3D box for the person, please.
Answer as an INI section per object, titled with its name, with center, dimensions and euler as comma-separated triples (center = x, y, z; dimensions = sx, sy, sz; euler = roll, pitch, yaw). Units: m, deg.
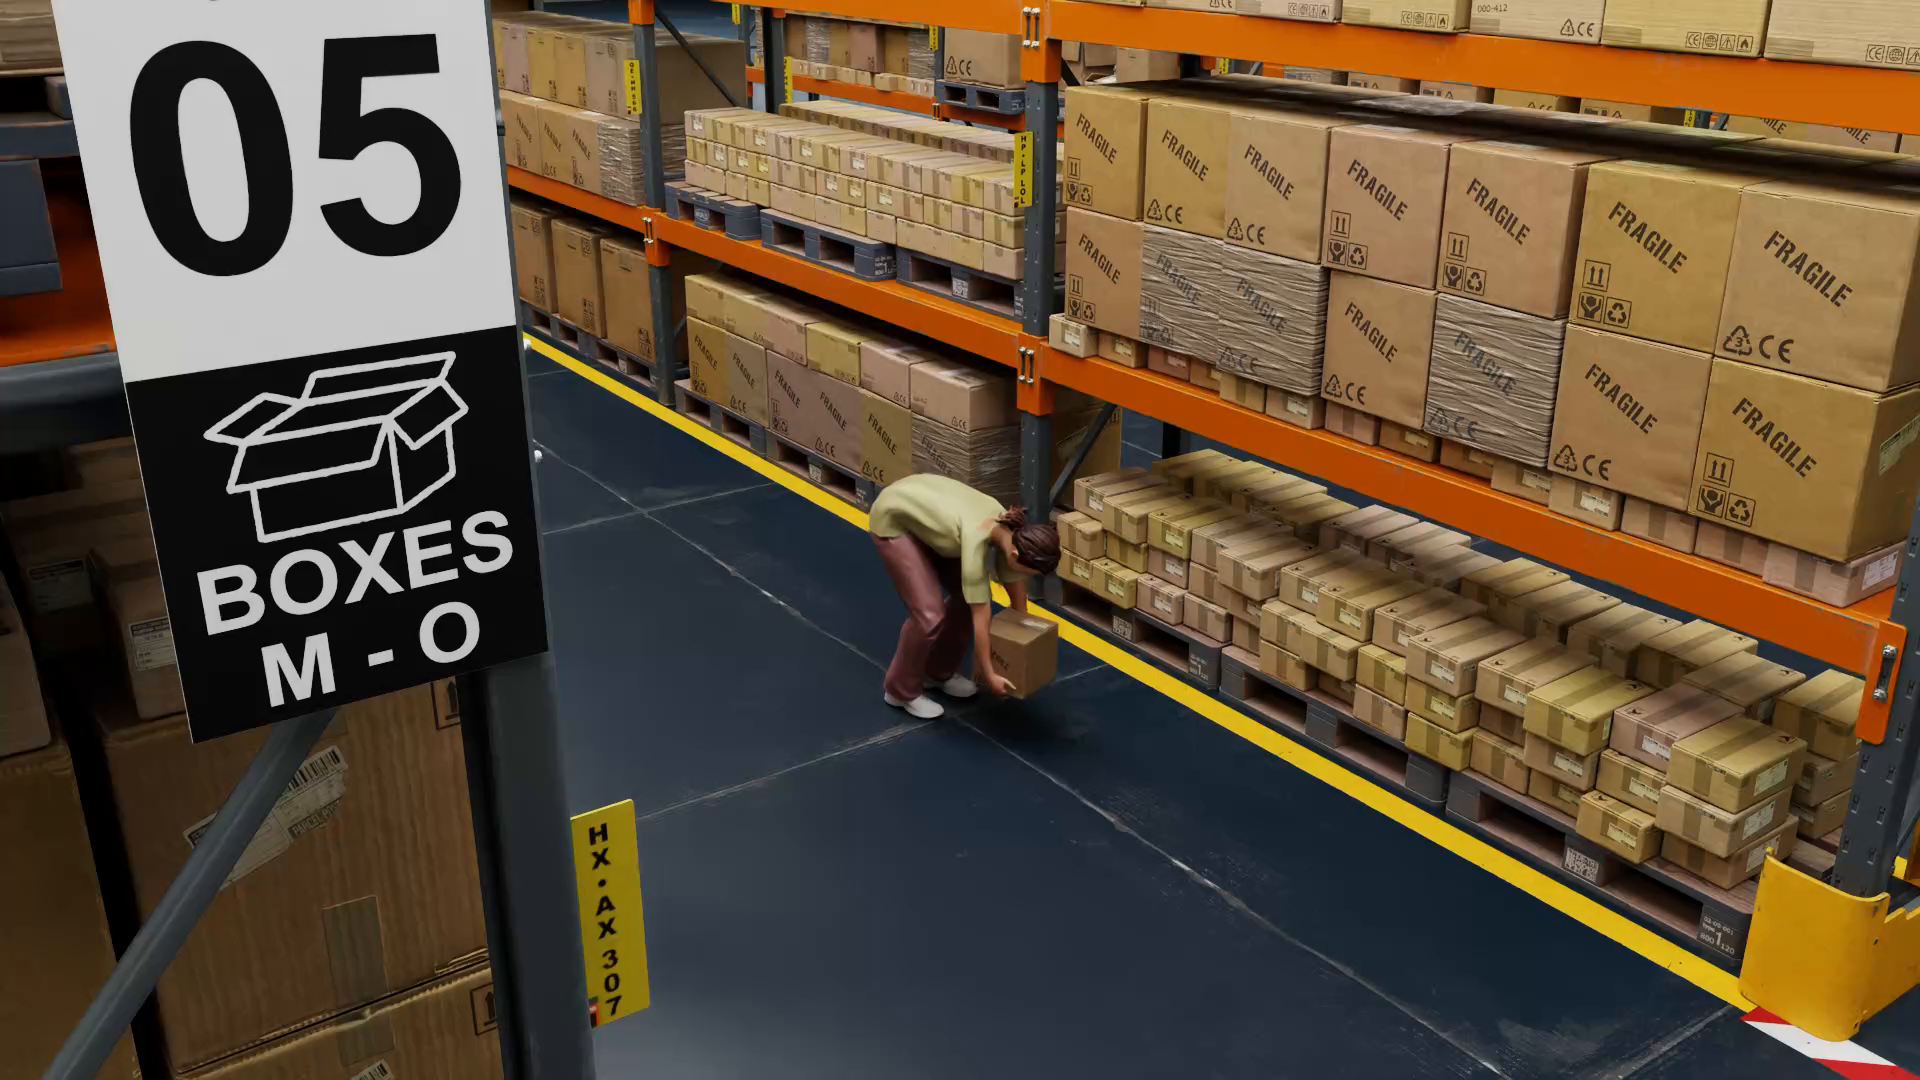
[person]
center = 0.035, 0.257, 6.848
dimensions = 0.867, 1.006, 0.444
euler = 13, 25, 31
